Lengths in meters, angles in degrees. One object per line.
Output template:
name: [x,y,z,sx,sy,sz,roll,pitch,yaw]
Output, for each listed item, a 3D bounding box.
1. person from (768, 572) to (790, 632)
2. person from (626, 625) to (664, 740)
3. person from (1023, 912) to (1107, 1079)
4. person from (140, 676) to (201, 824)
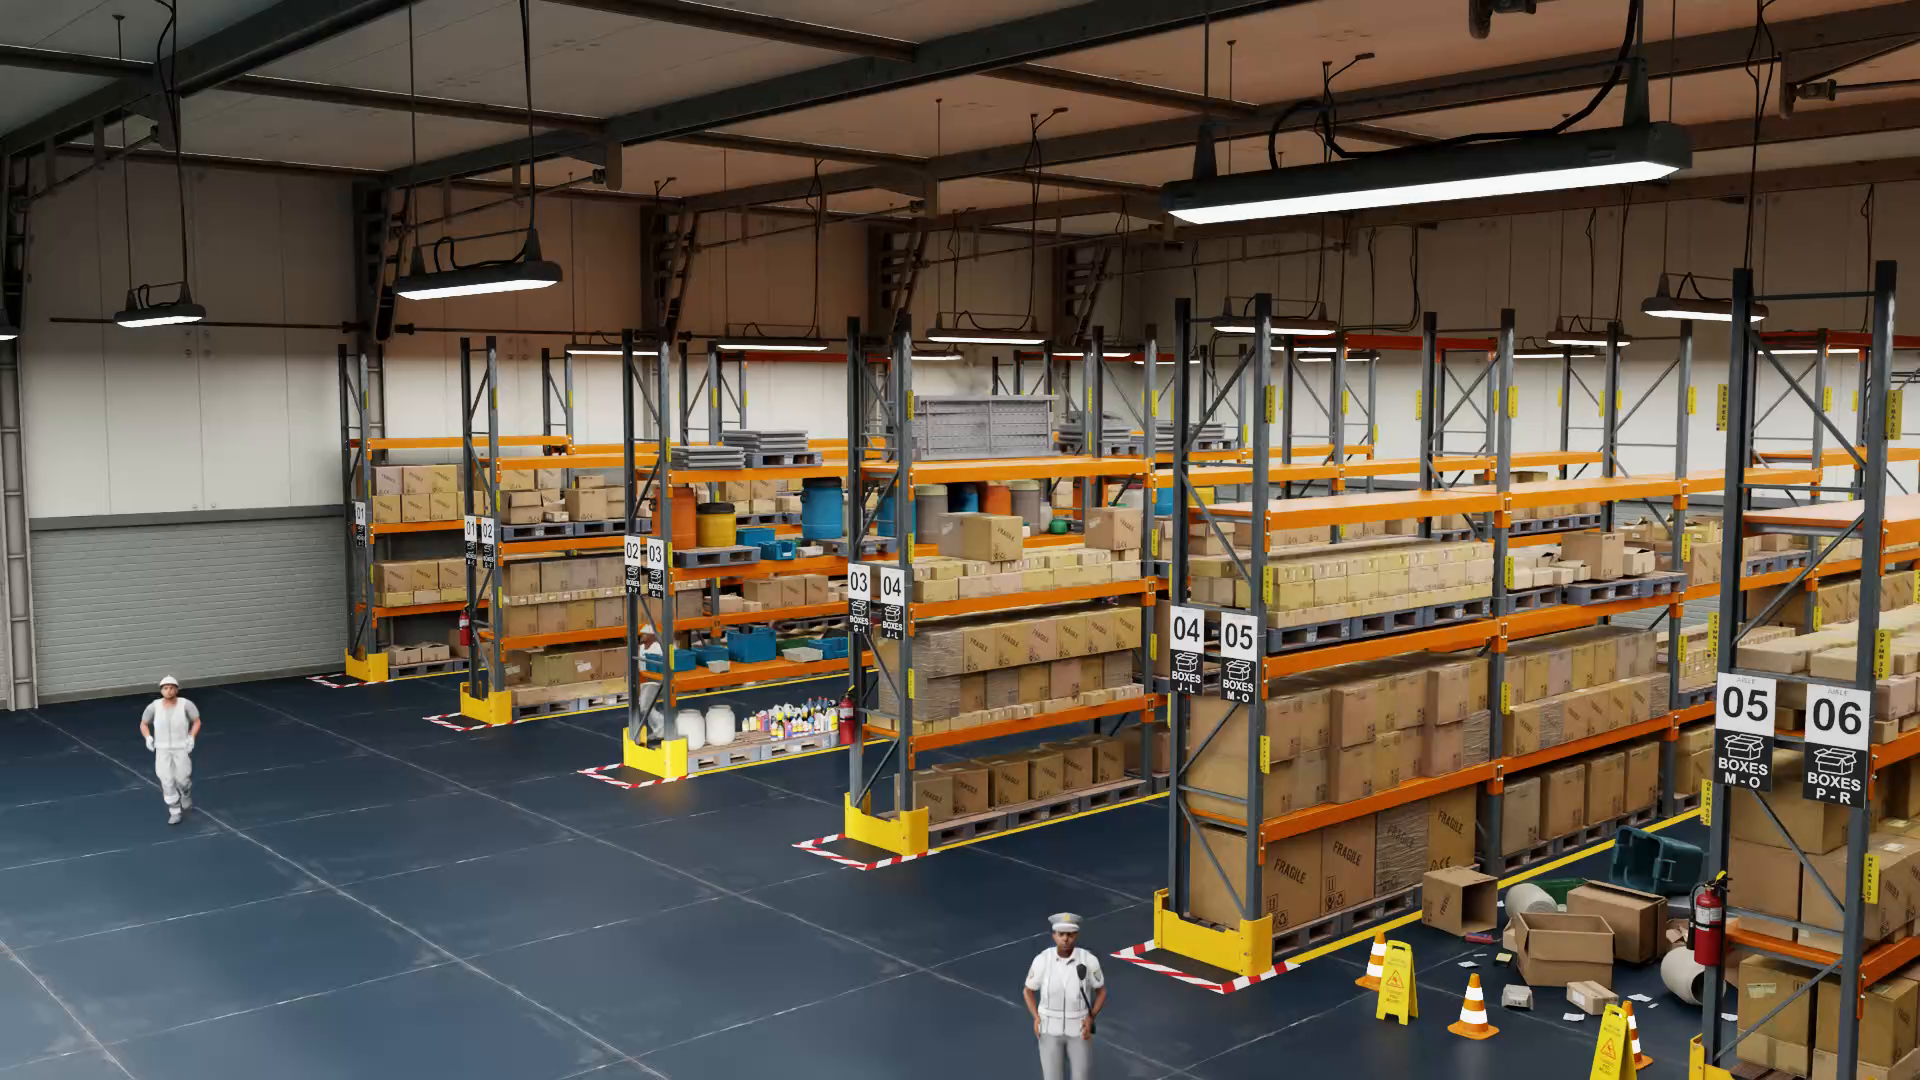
person: [-3.631,1.388,32.922,0.562,1.656,0.926,4,6,36]
person: [-4.586,2.104,24.481,0.582,1.720,0.733,-5,7,-44]
person: [0.710,3.326,11.341,0.574,1.650,0.587,0,5,5]
person: [-9.496,2.501,20.015,0.666,1.751,0.596,-2,5,-19]
